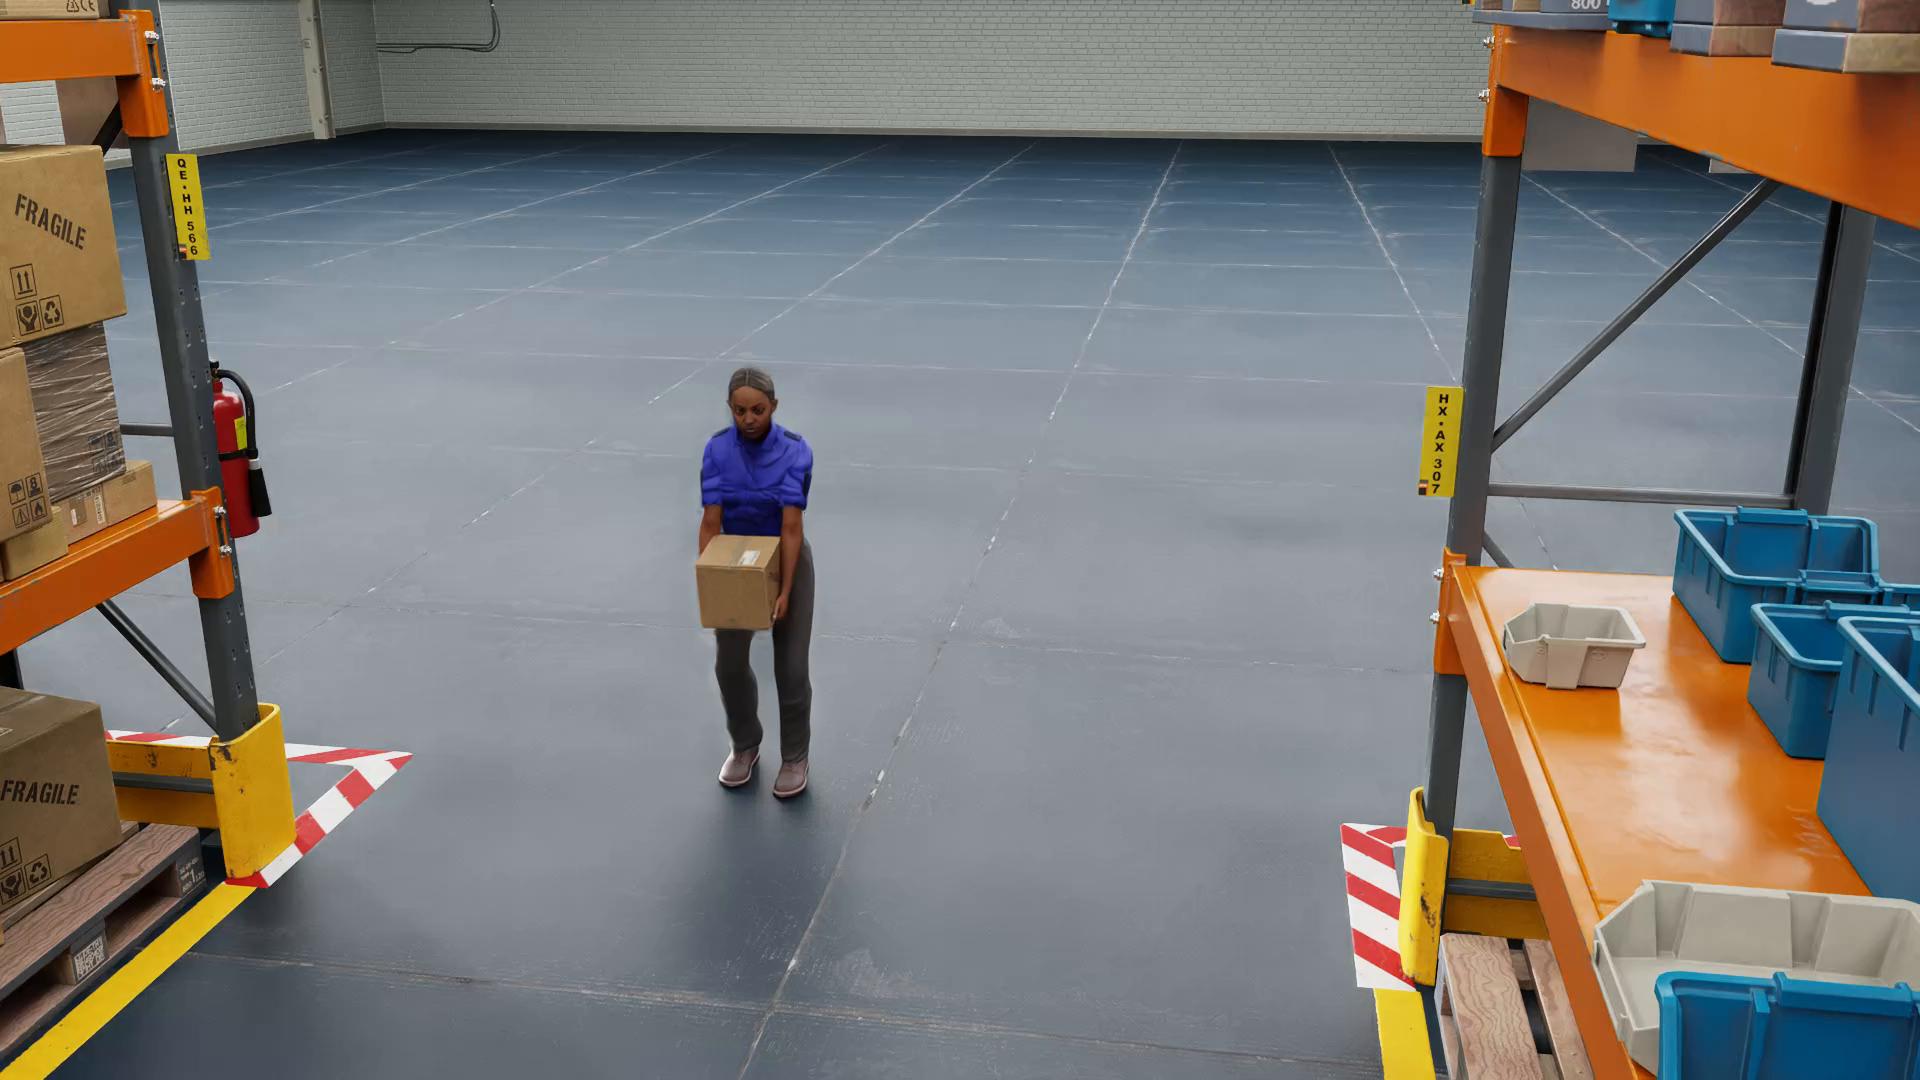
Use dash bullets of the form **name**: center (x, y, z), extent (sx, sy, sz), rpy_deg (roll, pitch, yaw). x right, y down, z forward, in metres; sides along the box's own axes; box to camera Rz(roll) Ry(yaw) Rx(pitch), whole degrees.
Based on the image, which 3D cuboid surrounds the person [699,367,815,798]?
- **person**: center (-0.737, 0.158, 6.127), extent (0.411, 1.636, 0.538), rpy_deg (3, 18, 8)
